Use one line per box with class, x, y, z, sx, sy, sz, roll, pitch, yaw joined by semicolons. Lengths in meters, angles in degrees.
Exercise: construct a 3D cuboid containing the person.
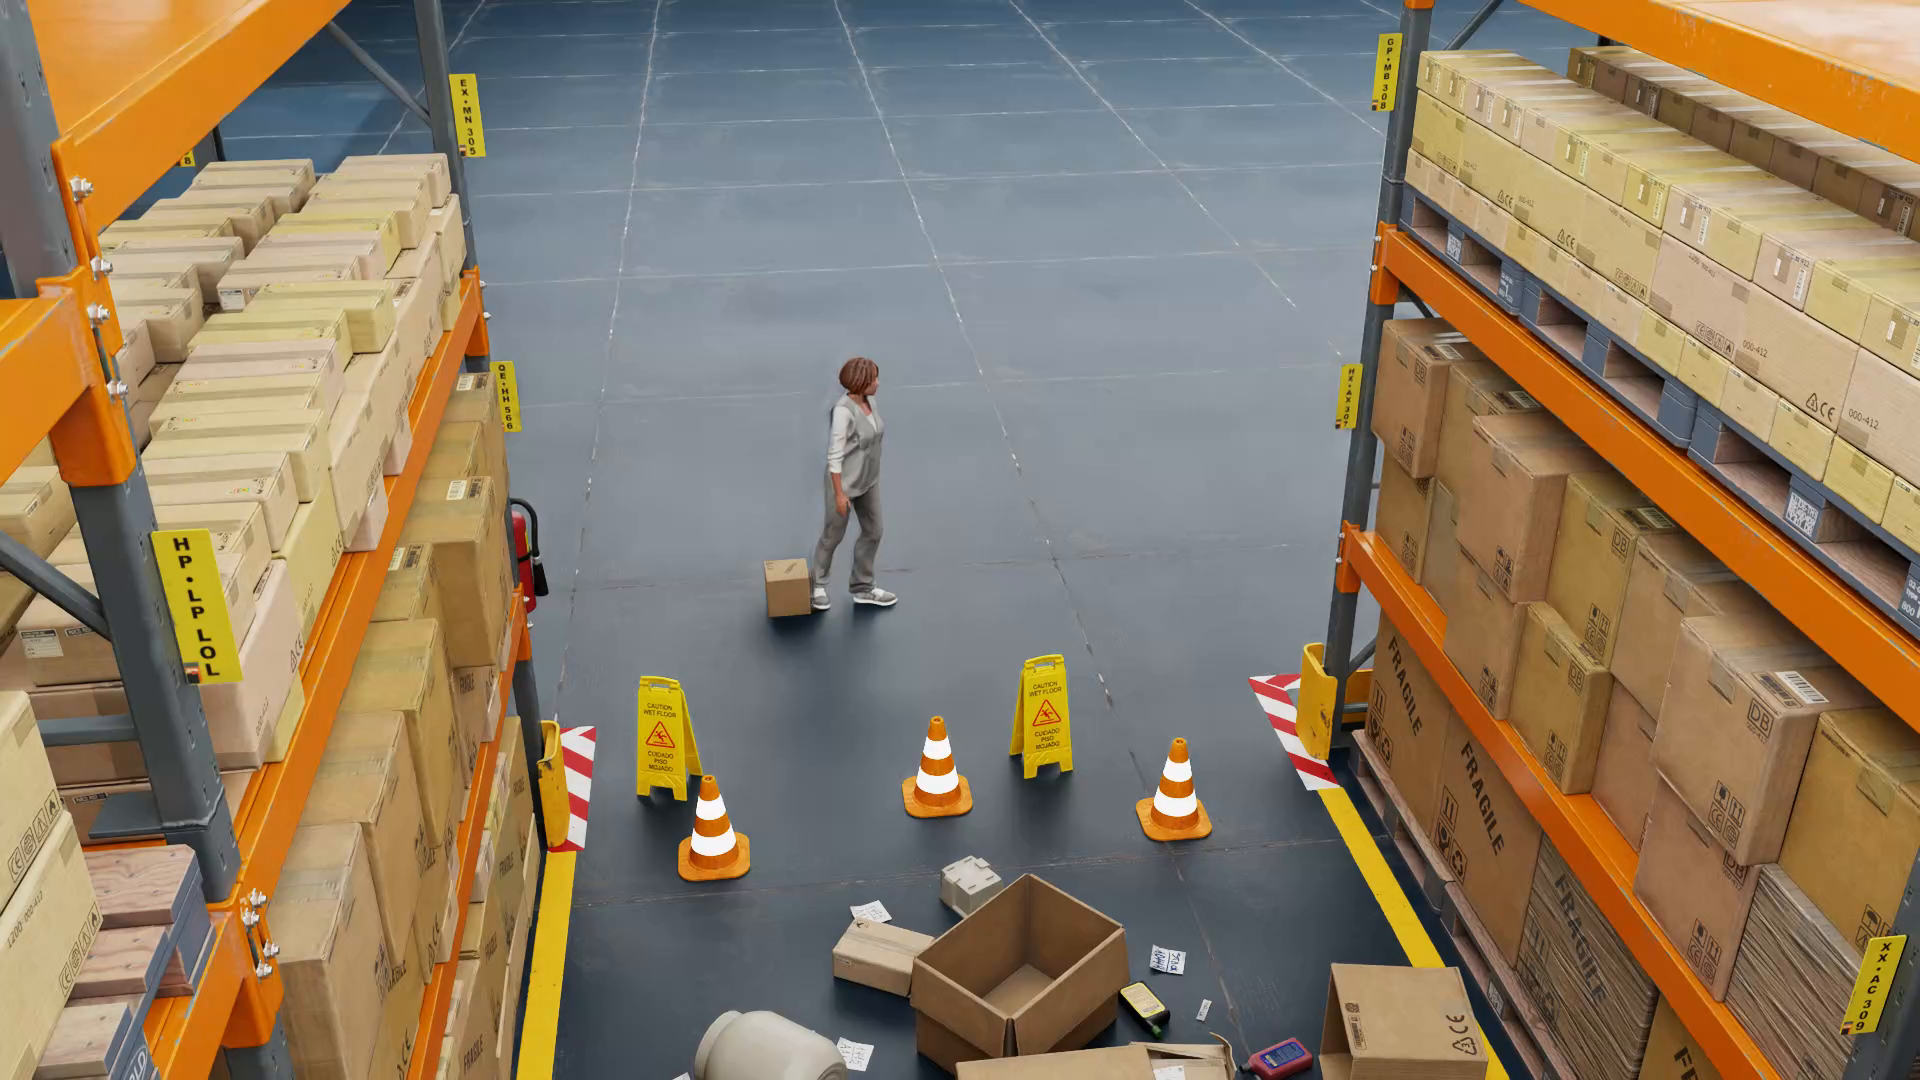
person;-0.662;-0.327;9.723;0.513;1.590;0.452;14;31;25
